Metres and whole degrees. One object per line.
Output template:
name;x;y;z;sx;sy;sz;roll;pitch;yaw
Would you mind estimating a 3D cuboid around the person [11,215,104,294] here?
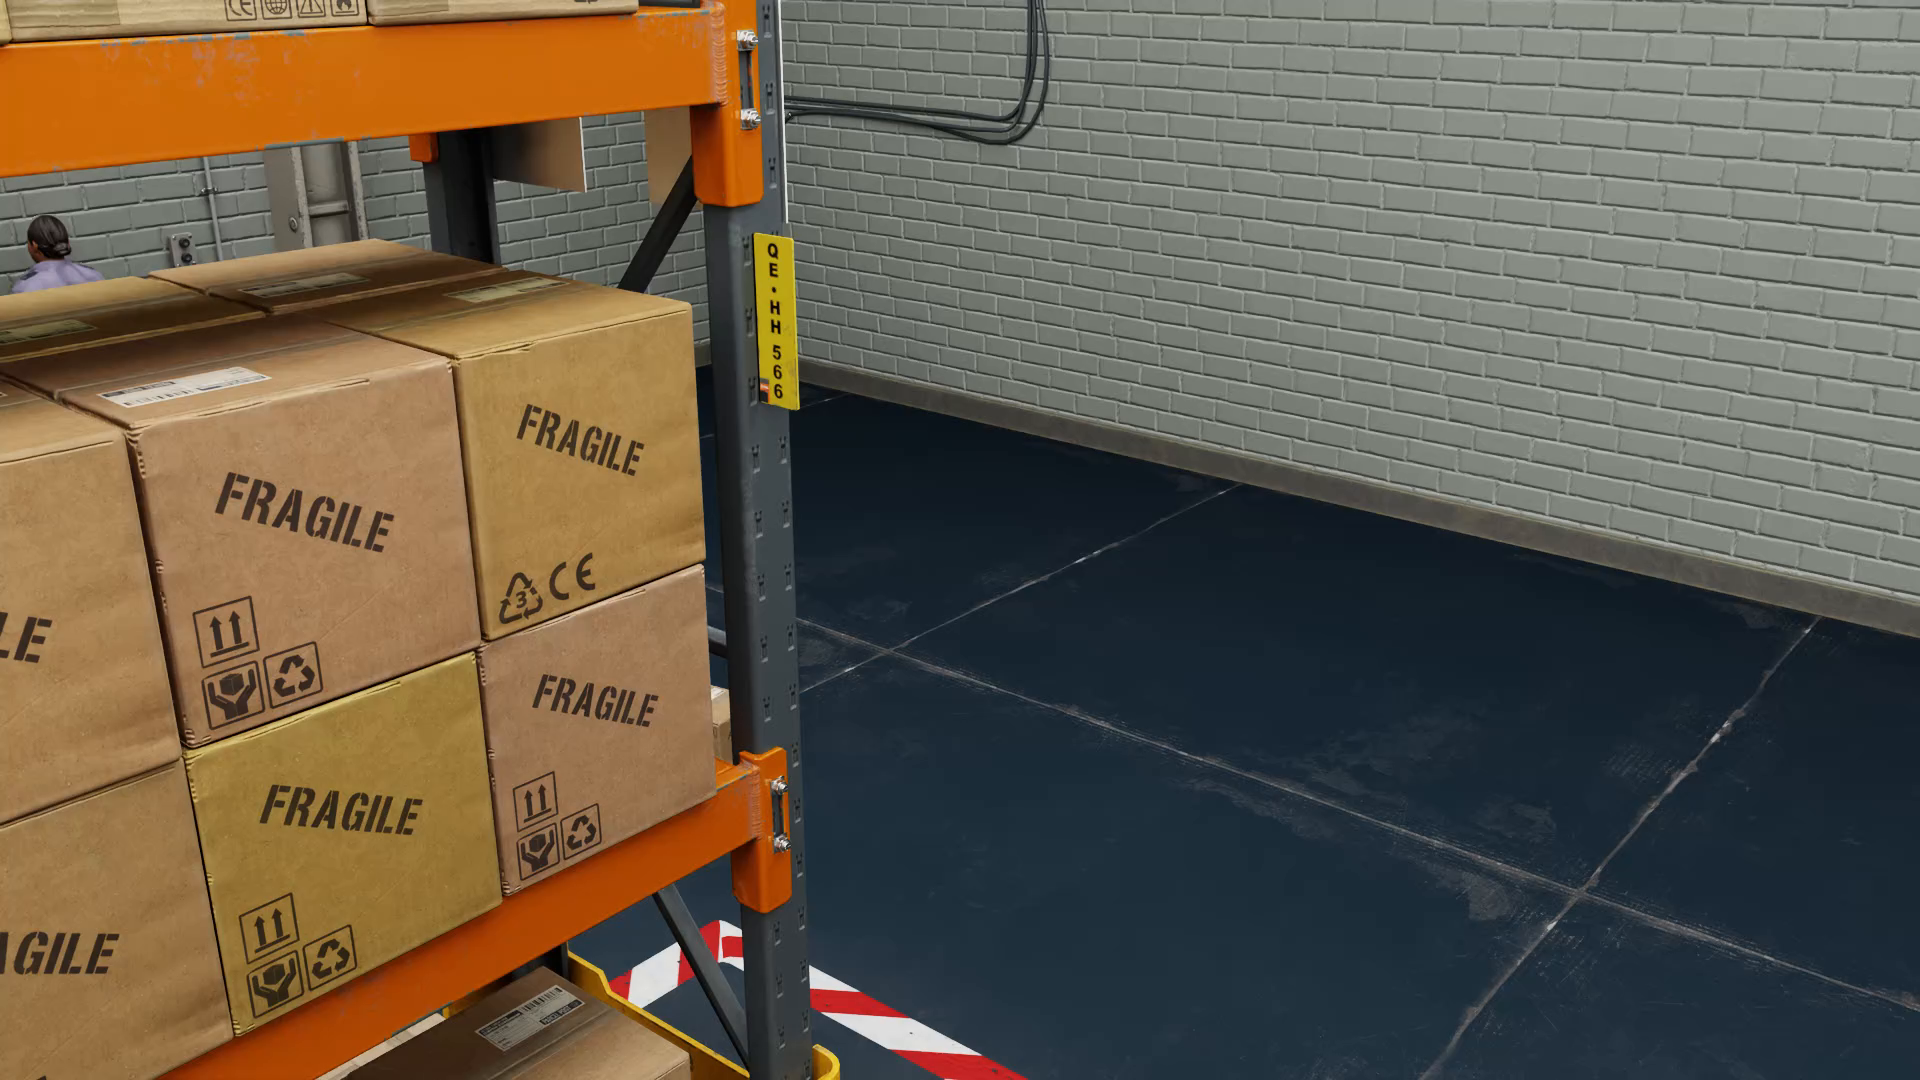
person;-4.401;-0.751;8.104;0.482;1.636;0.509;10;23;25
